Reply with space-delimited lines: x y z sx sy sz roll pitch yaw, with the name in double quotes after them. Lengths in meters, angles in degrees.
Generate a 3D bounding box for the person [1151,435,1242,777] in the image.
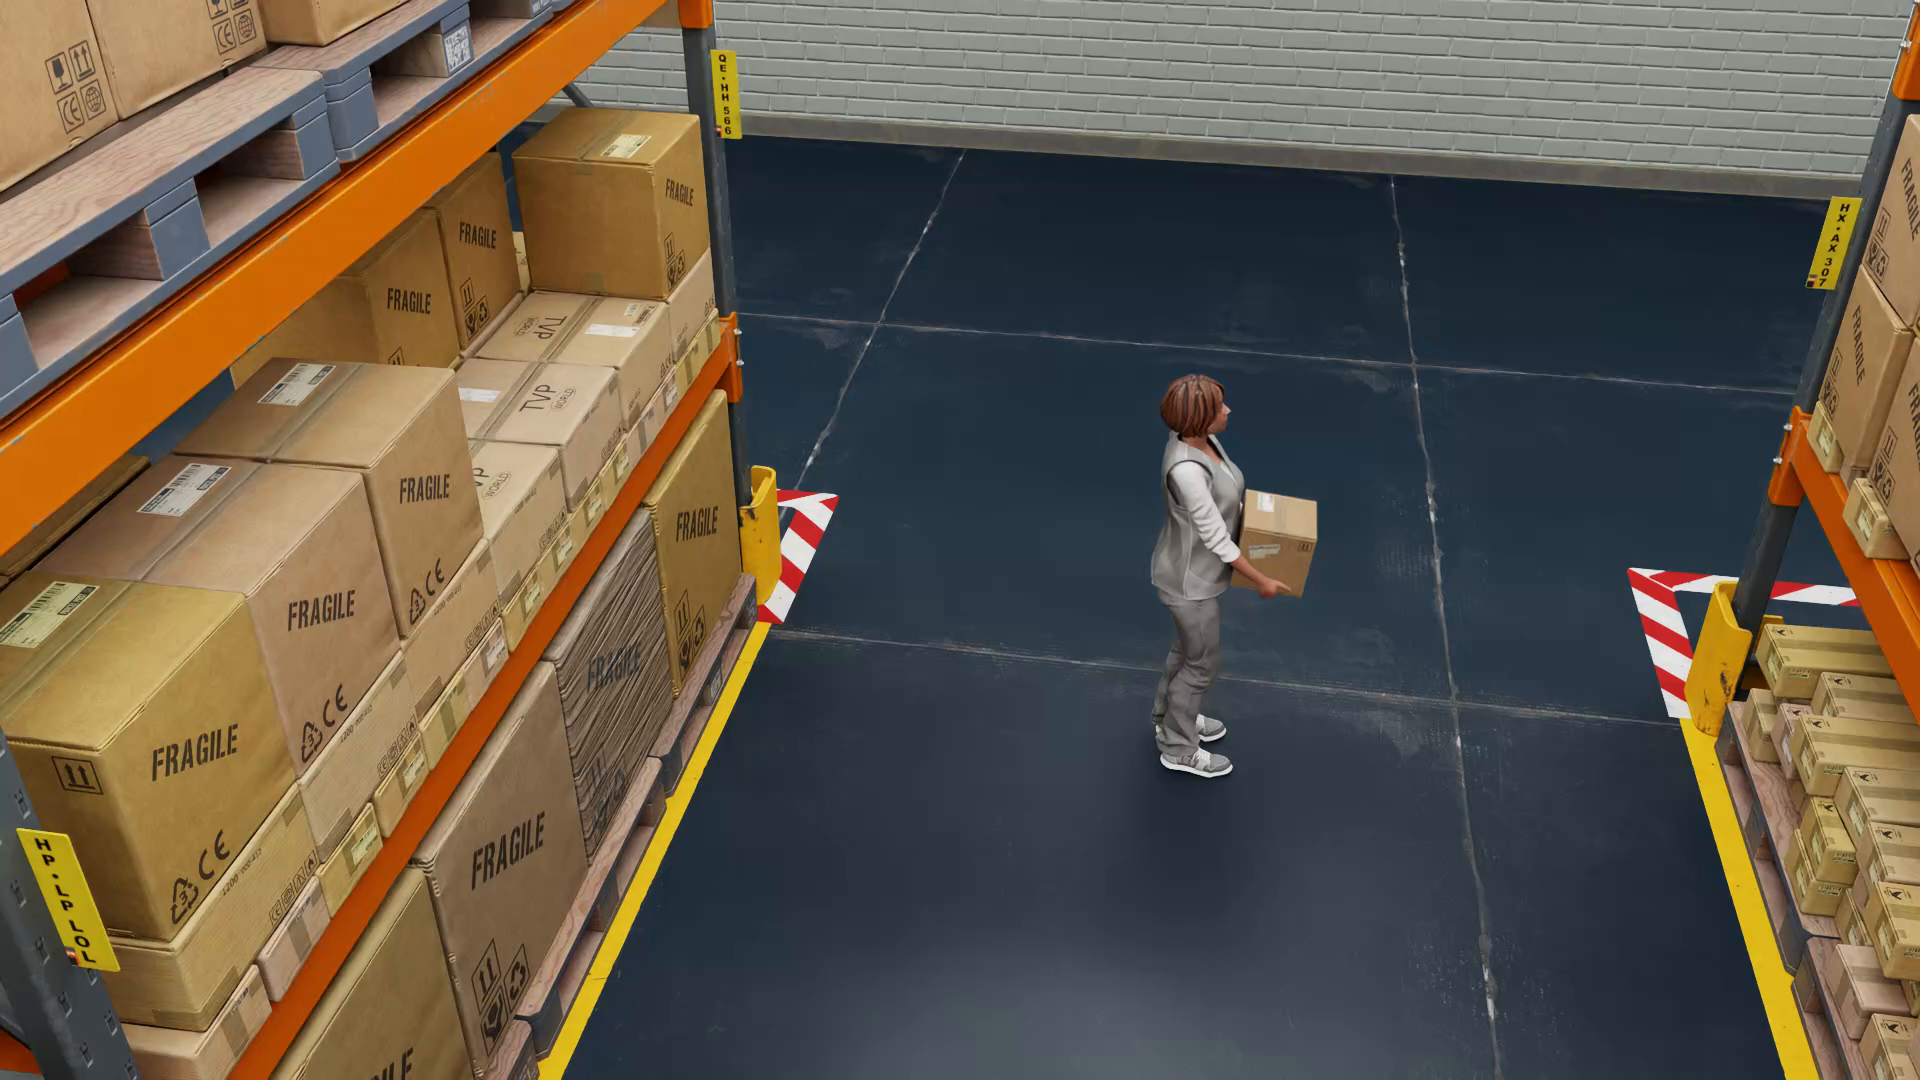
0.867 0.237 6.010 0.356 1.345 0.408 5 33 8 "person"
